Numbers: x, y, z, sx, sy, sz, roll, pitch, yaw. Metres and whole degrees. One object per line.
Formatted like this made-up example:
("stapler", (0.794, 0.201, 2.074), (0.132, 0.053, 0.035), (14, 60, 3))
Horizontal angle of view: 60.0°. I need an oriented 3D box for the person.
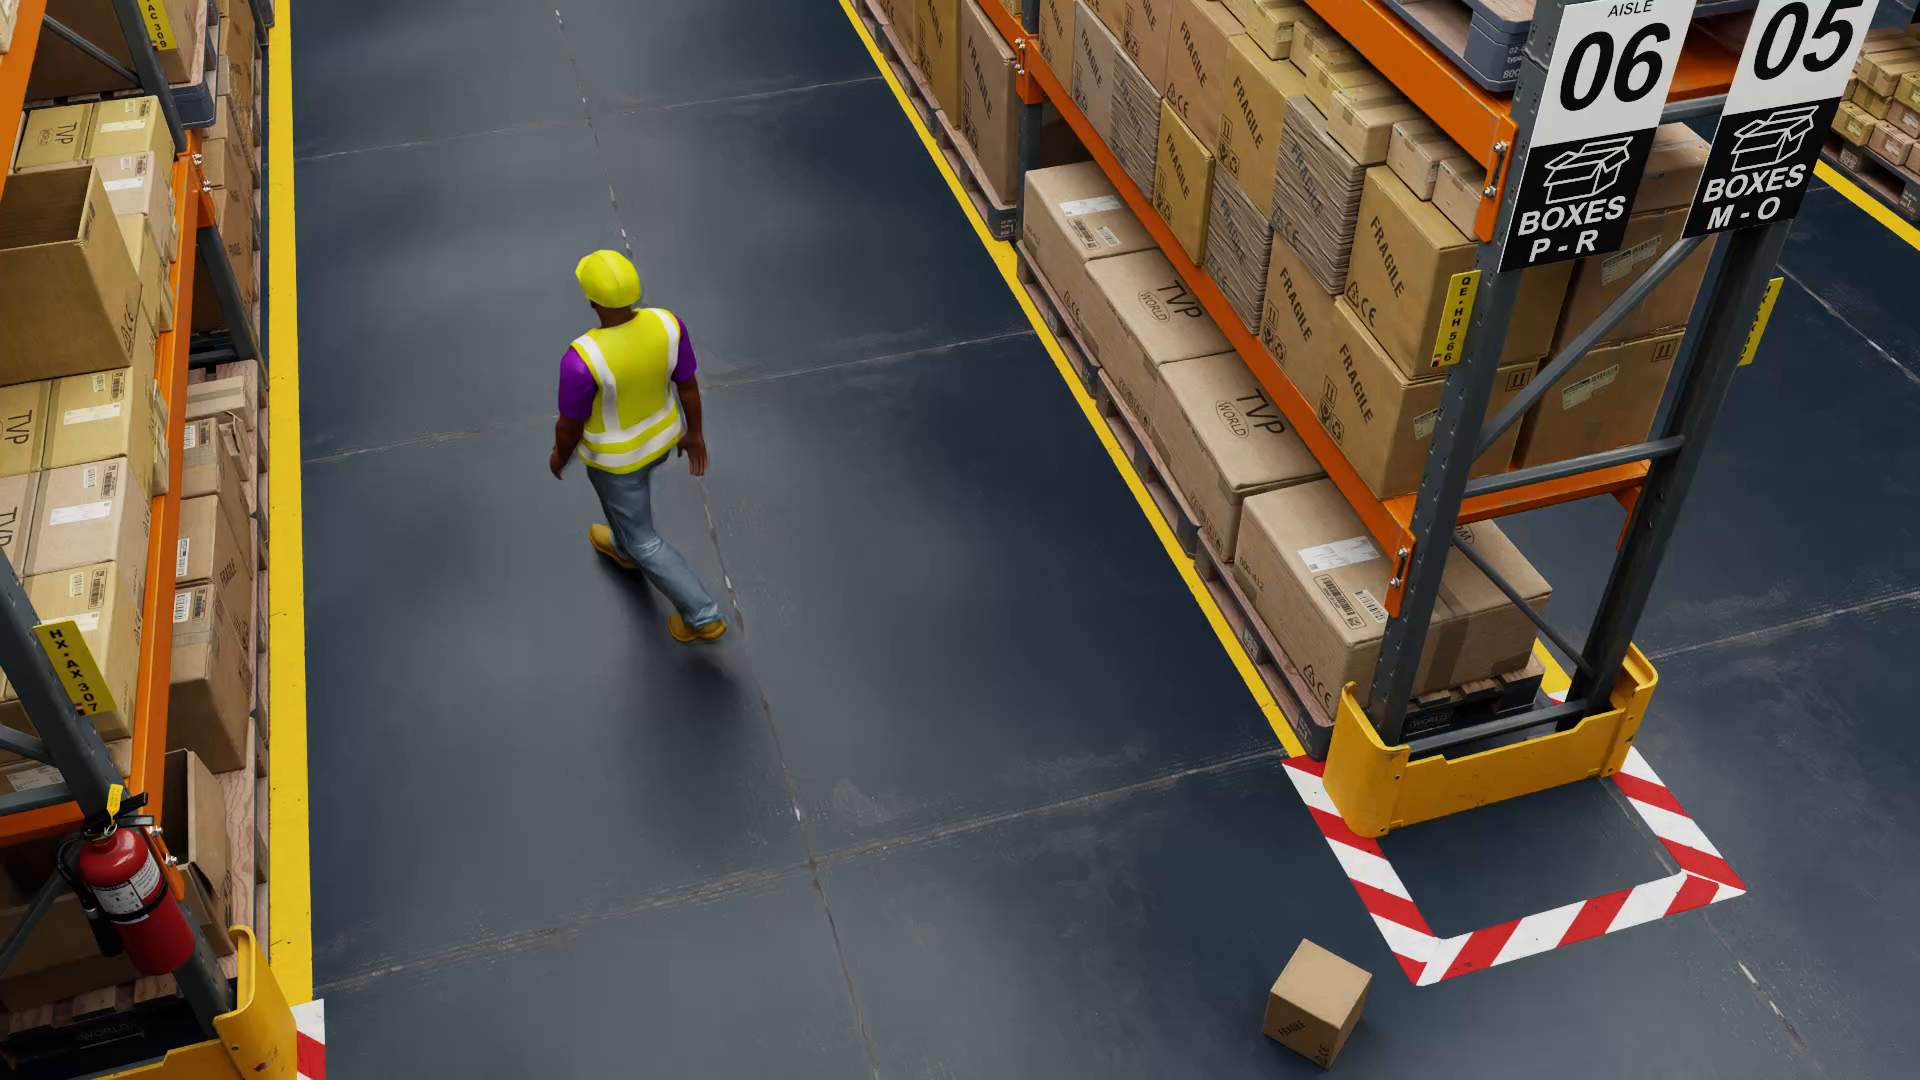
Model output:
("person", (-1.304, -0.388, 6.575), (1.019, 1.726, 0.562), (29, 50, 28))
